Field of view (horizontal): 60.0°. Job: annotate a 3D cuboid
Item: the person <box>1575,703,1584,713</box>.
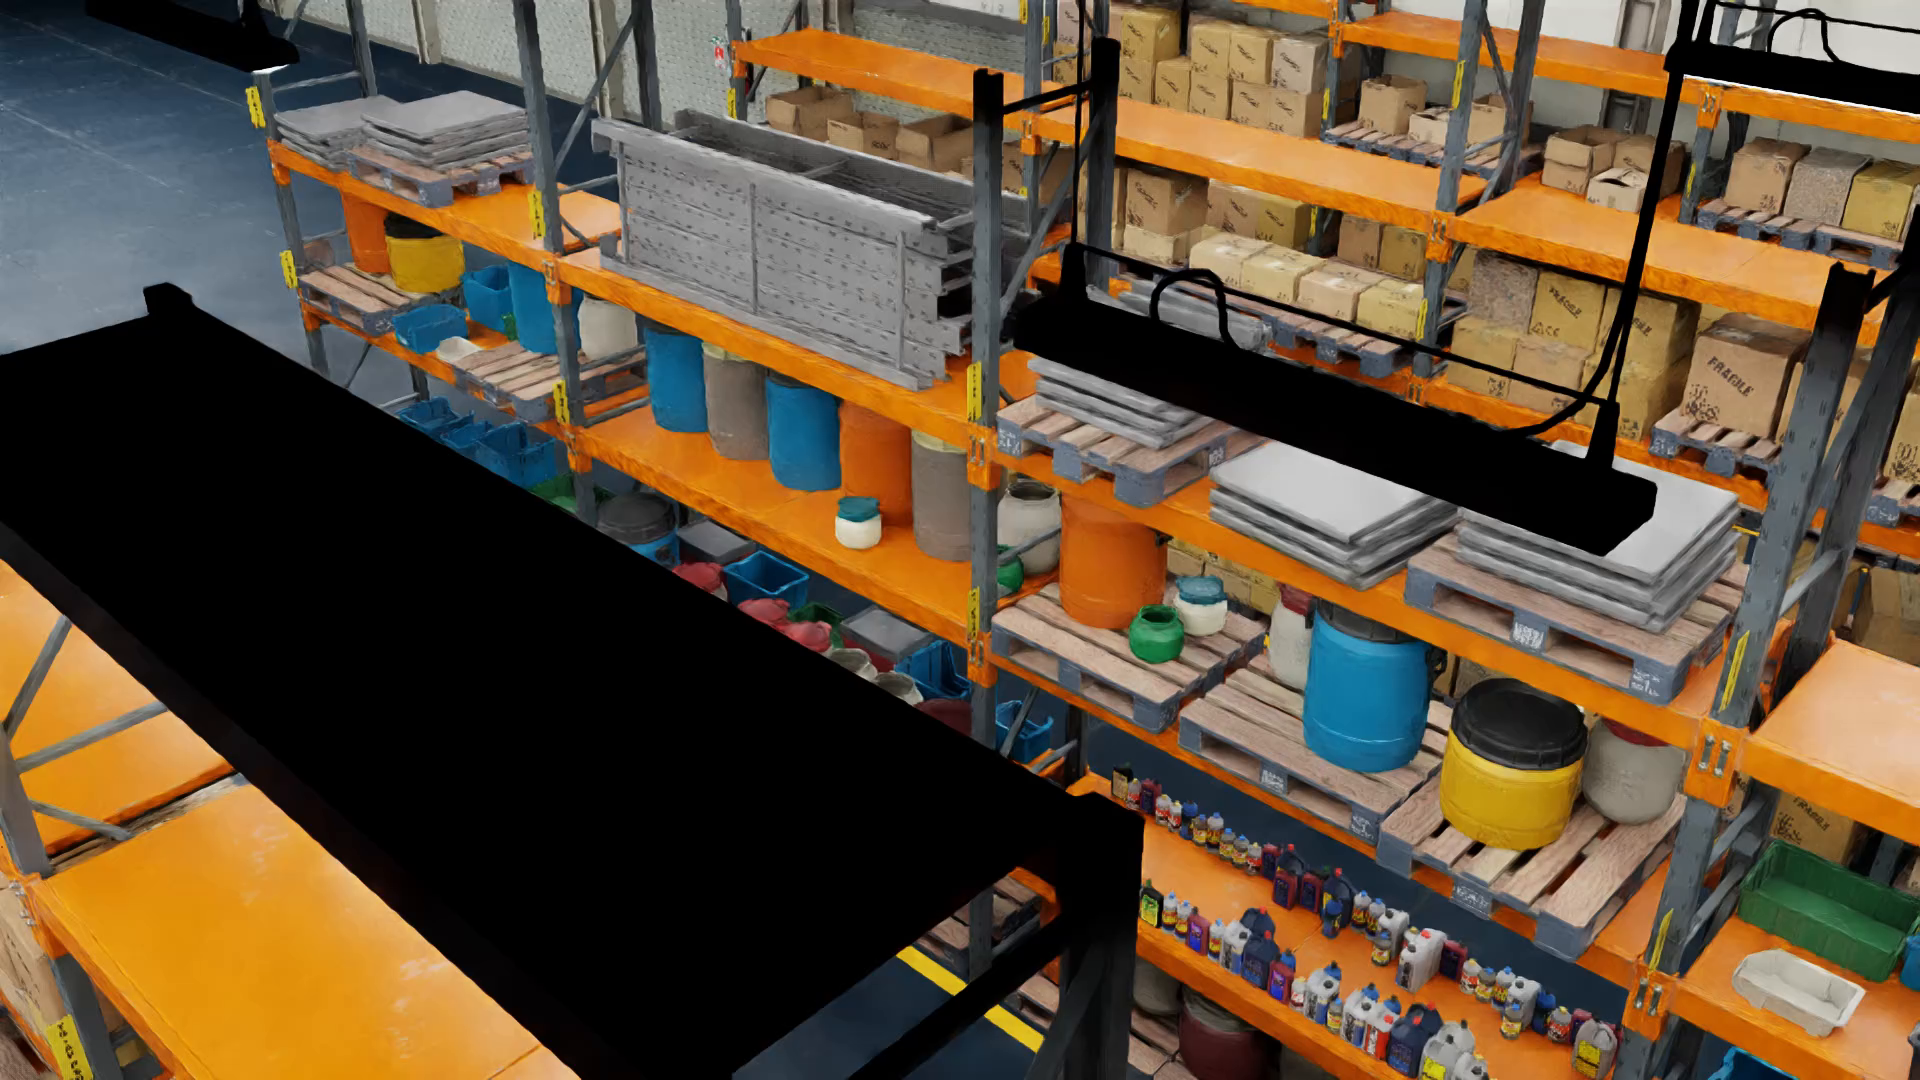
[{"bbox_3d":[4.203,1.529,11.866,1.089,1.587,0.488,23,37,35],"label":"person"}]
